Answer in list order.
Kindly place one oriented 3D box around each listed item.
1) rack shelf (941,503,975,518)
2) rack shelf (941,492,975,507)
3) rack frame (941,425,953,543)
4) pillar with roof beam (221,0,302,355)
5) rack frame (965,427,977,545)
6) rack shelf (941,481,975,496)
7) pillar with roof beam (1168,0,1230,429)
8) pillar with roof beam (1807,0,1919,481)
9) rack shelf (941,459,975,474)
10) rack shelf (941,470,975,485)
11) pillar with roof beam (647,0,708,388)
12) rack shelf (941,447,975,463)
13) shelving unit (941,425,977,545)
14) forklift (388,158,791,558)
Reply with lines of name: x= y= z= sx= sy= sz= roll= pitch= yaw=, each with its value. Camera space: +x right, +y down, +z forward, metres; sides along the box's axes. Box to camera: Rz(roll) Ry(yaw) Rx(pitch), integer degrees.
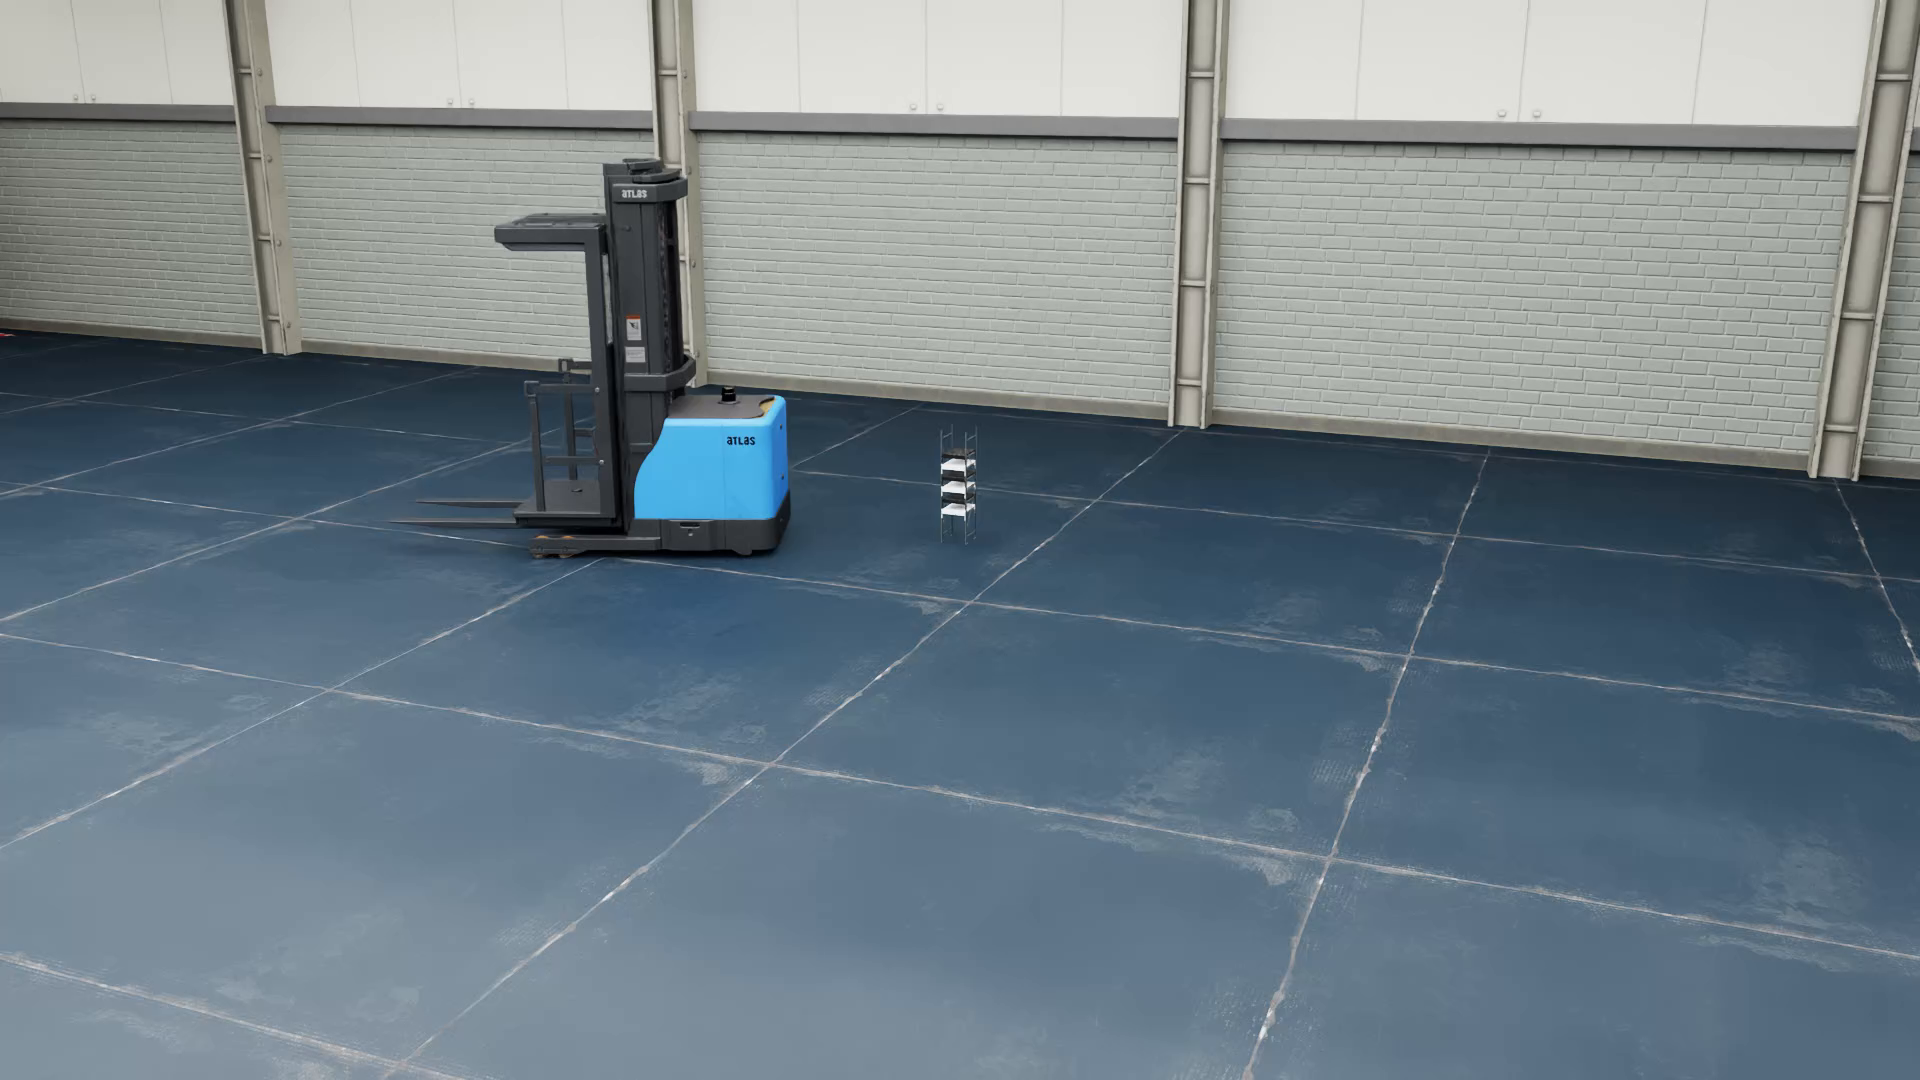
rack shelf: x=-0.008 y=-0.228 z=13.111 sx=0.200 sy=0.077 sz=0.258 roll=6 pitch=17 yaw=21
rack shelf: x=-0.008 y=-0.315 z=13.085 sx=0.200 sy=0.077 sz=0.258 roll=6 pitch=17 yaw=21
rack frame: x=-0.102 y=-0.443 z=13.087 sx=0.006 sy=0.900 sz=0.240 roll=6 pitch=17 yaw=21
pillar with roof beam: x=-10.348 y=-5.636 z=16.448 sx=0.400 sy=9.000 sz=9.100 roll=6 pitch=17 yaw=21
rack frame: x=0.087 y=-0.423 z=13.015 sx=0.006 sy=0.900 sz=0.240 roll=6 pitch=17 yaw=21
rack shelf: x=-0.008 y=-0.401 z=13.060 sx=0.200 sy=0.077 sz=0.258 roll=6 pitch=17 yaw=21
pillar with roof beam: x=0.815 y=-4.409 z=12.220 sx=0.400 sy=9.000 sz=9.100 roll=6 pitch=17 yaw=21
pillar with roof beam: x=6.397 y=-3.795 z=10.105 sx=0.400 sy=9.000 sz=9.100 roll=6 pitch=17 yaw=21
rack shelf: x=-0.008 y=-0.574 z=13.010 sx=0.200 sy=0.077 sz=0.258 roll=6 pitch=17 yaw=21
rack shelf: x=-0.008 y=-0.487 z=13.035 sx=0.200 sy=0.077 sz=0.258 roll=6 pitch=17 yaw=21
pillar with roof beam: x=-4.766 y=-5.023 z=14.334 sx=0.400 sy=9.000 sz=9.100 roll=6 pitch=17 yaw=21
rack shelf: x=-0.008 y=-0.660 z=12.985 sx=0.200 sy=0.077 sz=0.258 roll=6 pitch=17 yaw=21
shelving unit: x=-0.008 y=-0.433 z=13.051 sx=0.210 sy=0.900 sz=0.258 roll=6 pitch=17 yaw=21
forklift: x=-2.905 y=-1.418 z=12.802 sx=3.031 sy=2.935 sz=1.130 roll=0 pitch=16 yaw=1
